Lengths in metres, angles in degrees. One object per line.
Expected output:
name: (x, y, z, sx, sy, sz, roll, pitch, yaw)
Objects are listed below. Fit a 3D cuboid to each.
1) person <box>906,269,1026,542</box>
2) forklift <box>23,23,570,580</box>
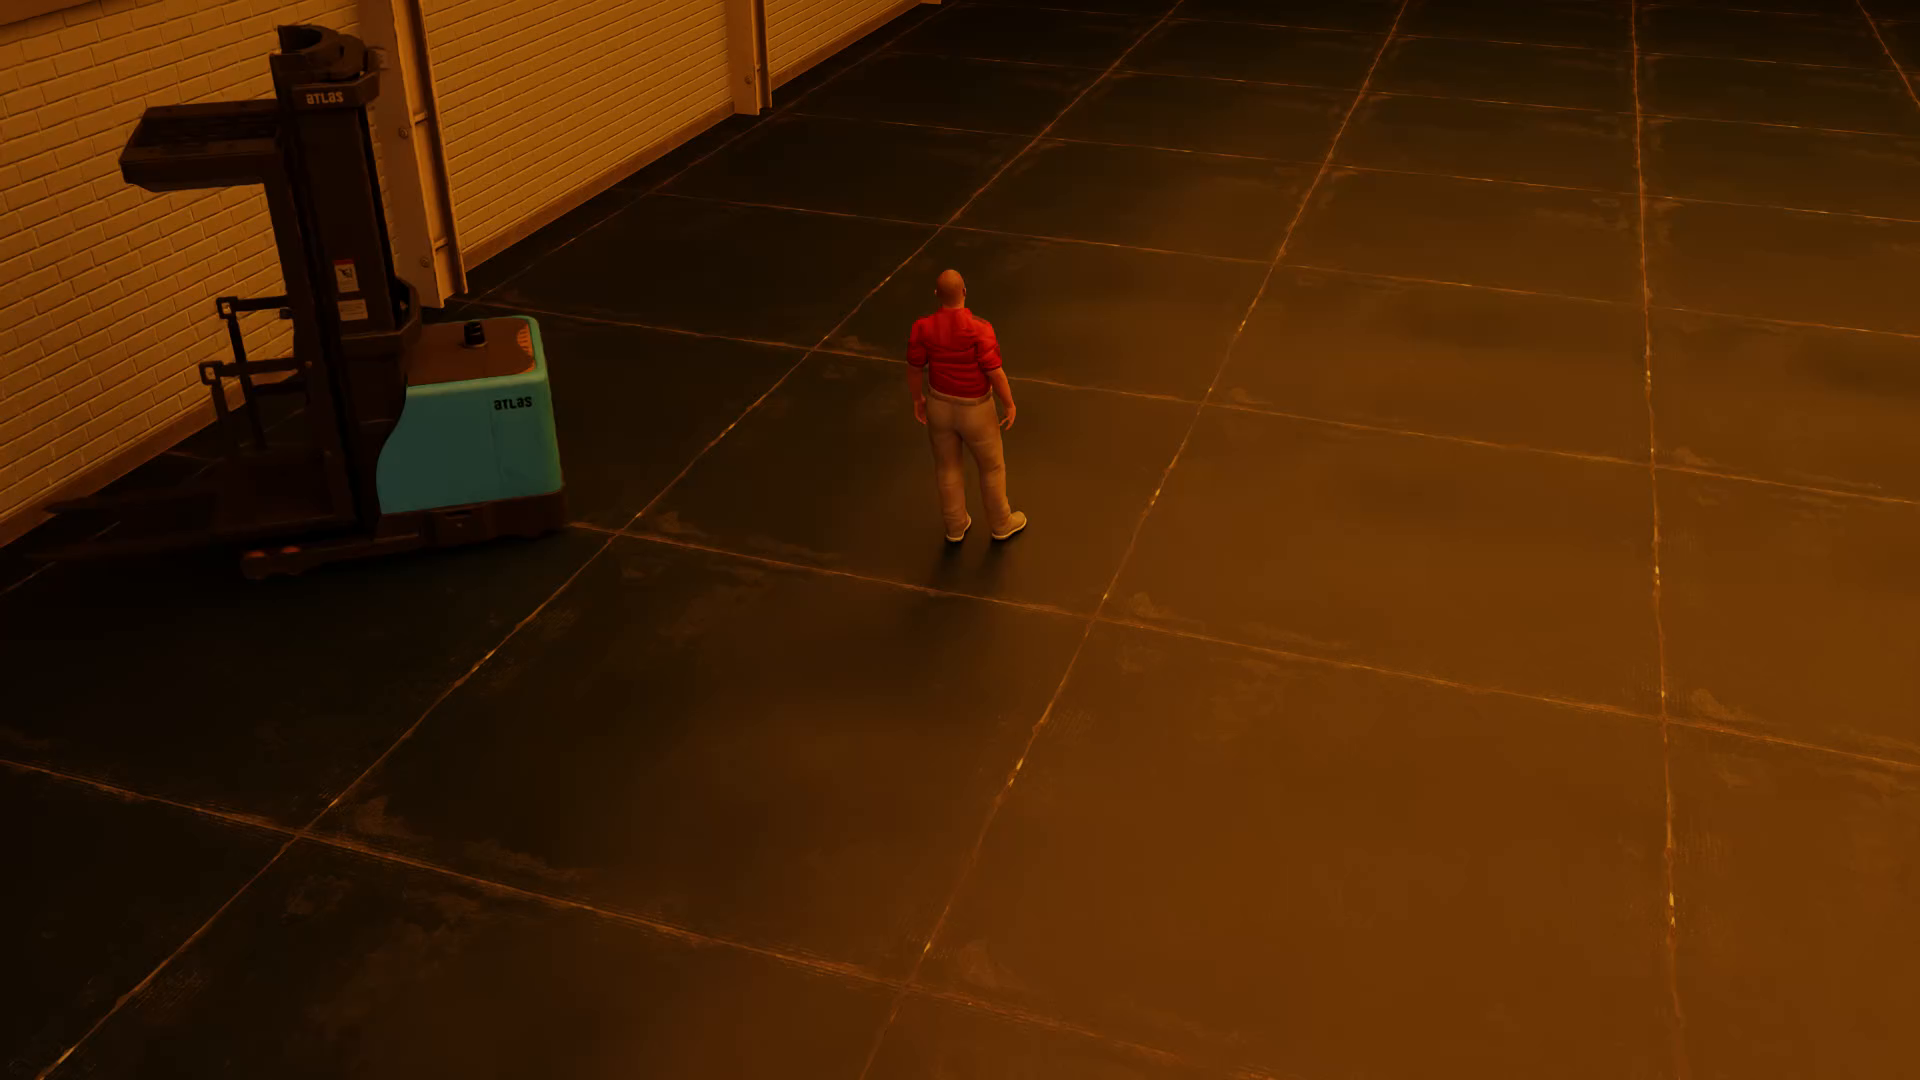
person: (0.041, -0.797, 9.735, 0.640, 1.727, 0.551, 10, 31, 16)
forklift: (-3.961, -1.332, 9.473, 3.031, 2.935, 1.130, -8, 31, -14)
